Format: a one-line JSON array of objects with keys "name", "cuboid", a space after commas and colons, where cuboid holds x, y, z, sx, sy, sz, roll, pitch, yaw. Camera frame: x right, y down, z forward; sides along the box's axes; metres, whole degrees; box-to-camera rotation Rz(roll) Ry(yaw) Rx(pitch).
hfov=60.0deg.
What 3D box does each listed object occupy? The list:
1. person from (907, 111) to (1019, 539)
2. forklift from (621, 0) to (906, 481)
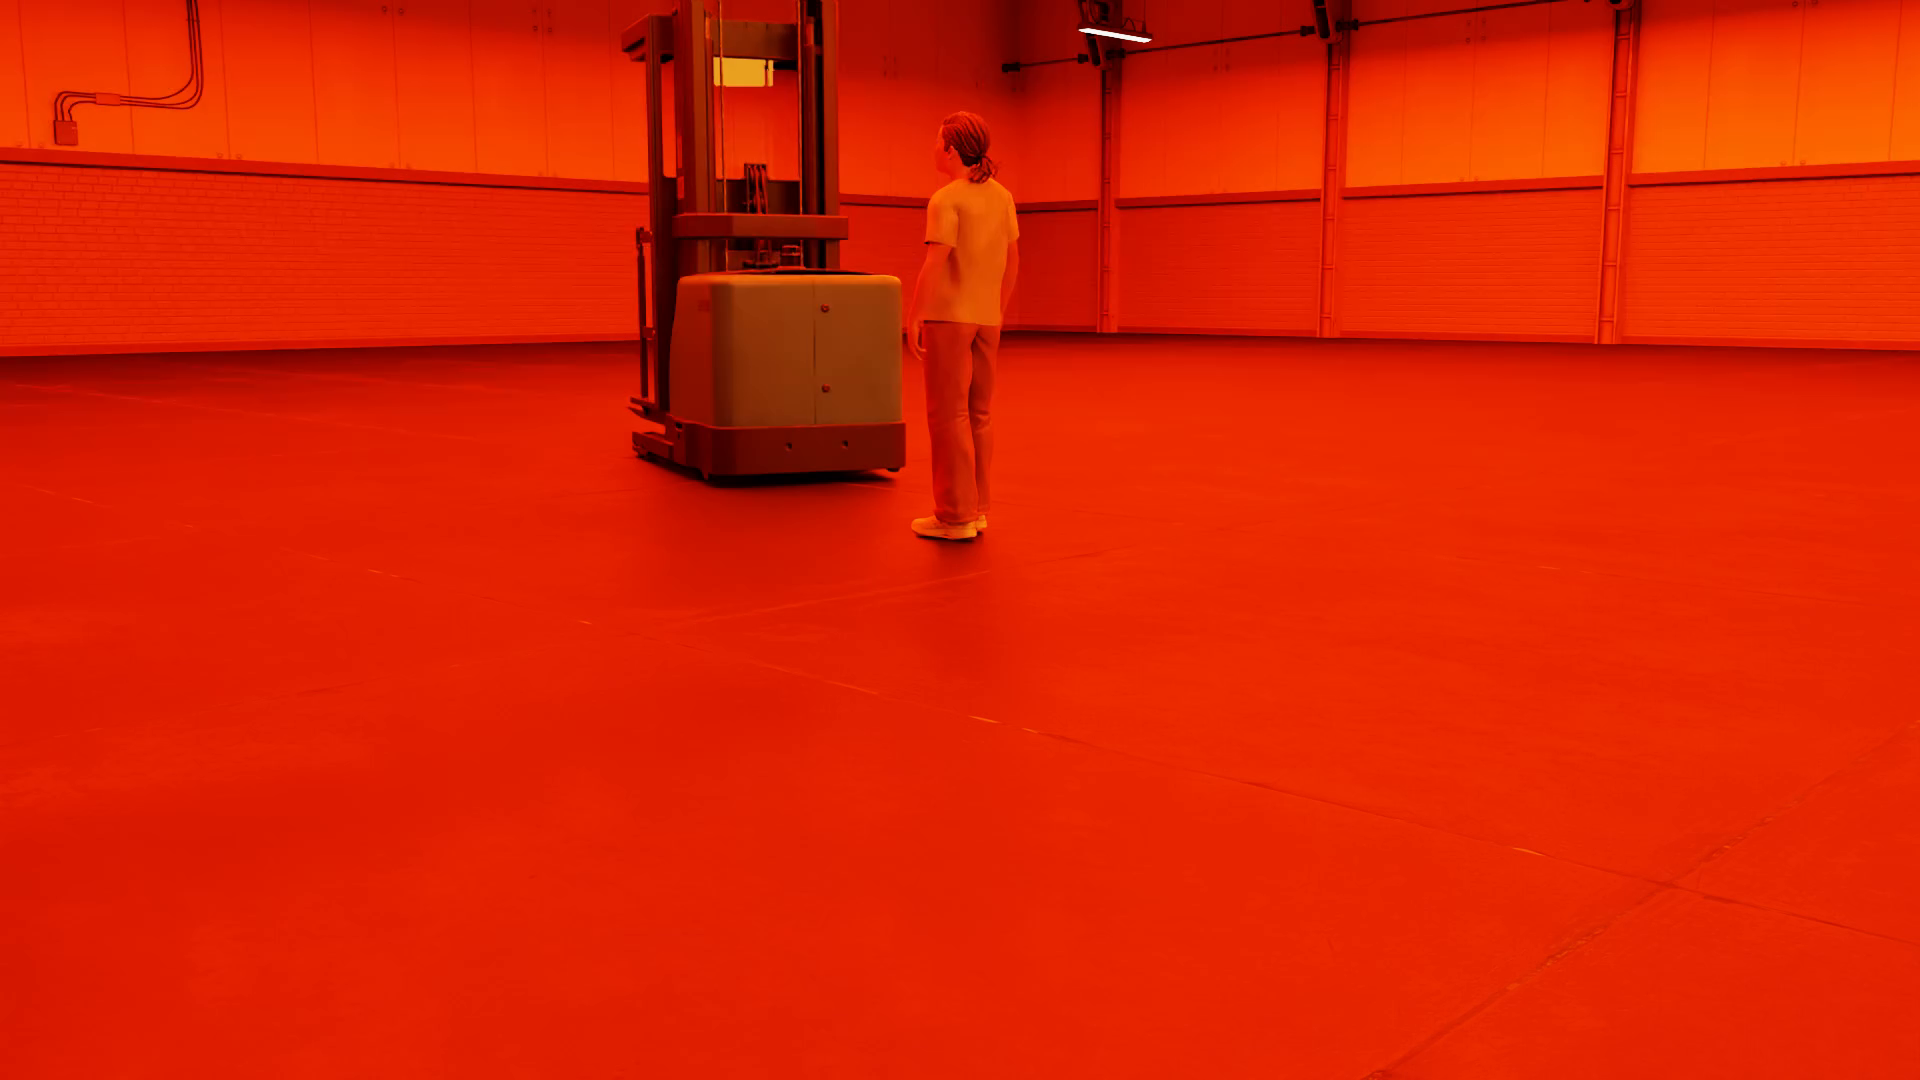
[{"name": "person", "cuboid": [-0.045, -0.845, 6.650, 0.549, 1.675, 0.553, 8, 12, 43]}, {"name": "forklift", "cuboid": [-1.326, -1.936, 9.729, 1.130, 2.935, 3.031, -4, 9, -23]}]
